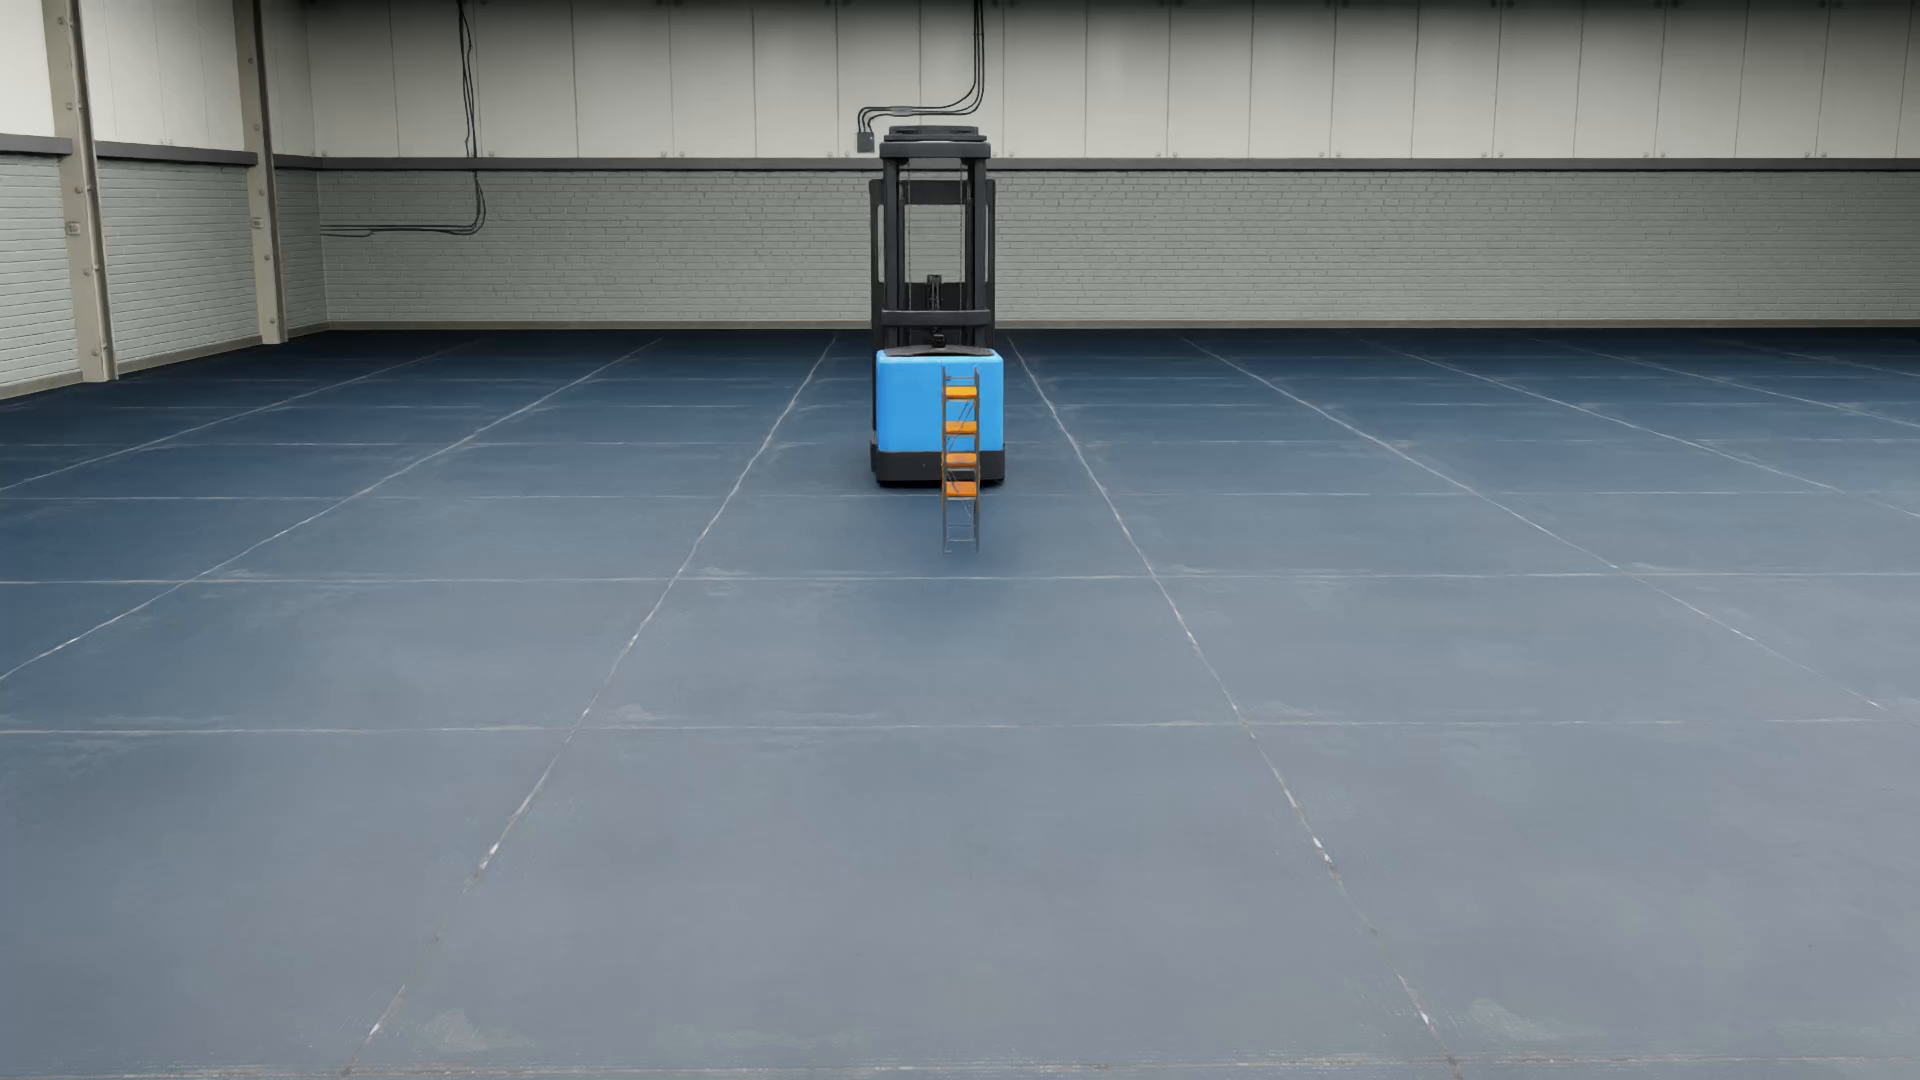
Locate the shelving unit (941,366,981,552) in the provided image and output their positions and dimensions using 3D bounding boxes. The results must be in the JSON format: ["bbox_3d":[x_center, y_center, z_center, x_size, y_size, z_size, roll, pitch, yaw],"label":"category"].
[{"bbox_3d":[0.003,-0.555,11.278,0.258,1.200,0.503,0,11,-1],"label":"shelving unit"}]

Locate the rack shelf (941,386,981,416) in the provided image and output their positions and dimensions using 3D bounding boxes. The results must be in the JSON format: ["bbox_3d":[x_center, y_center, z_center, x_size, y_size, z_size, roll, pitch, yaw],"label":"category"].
[{"bbox_3d":[0.003,-0.940,11.199,0.258,0.148,0.480,0,11,-1],"label":"rack shelf"}]

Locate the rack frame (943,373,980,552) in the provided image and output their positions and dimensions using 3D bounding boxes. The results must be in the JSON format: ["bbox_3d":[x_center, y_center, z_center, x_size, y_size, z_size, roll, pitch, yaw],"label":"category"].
[{"bbox_3d":[0.008,-0.507,11.039,0.240,1.200,0.015,0,11,-1],"label":"rack frame"}]

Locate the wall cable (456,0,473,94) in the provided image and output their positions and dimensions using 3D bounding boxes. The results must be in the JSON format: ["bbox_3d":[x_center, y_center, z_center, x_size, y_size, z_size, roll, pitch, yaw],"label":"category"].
[{"bbox_3d":[-7.498,-9.261,29.683,3.097,2.526,0.112,0,11,-1],"label":"wall cable"}]

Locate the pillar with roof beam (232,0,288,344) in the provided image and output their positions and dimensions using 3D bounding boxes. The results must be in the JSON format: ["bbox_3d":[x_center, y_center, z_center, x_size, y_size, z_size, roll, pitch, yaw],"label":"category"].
[{"bbox_3d":[-7.160,-7.723,26.996,9.100,9.000,0.400,0,11,-1],"label":"pillar with roof beam"}]

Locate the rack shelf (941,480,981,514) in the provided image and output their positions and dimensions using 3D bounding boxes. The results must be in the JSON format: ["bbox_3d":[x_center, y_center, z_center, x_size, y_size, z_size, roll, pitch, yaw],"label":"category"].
[{"bbox_3d":[0.003,-0.295,11.330,0.258,0.148,0.480,0,11,-1],"label":"rack shelf"}]

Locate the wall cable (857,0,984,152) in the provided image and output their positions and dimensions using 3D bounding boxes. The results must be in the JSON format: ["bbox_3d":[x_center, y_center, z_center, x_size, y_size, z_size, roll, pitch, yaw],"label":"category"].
[{"bbox_3d":[-0.711,-9.999,29.660,2.305,6.003,0.169,0,11,-1],"label":"wall cable"}]

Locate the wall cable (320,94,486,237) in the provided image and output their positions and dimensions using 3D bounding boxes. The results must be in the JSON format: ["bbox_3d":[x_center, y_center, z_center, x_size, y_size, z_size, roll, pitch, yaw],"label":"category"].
[{"bbox_3d":[-10.203,-6.775,30.131,3.097,2.526,0.112,0,11,-1],"label":"wall cable"}]

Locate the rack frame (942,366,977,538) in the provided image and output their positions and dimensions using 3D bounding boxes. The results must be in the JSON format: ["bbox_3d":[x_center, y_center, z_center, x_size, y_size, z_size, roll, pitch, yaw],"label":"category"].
[{"bbox_3d":[-0.002,-0.604,11.517,0.240,1.200,0.015,0,11,-1],"label":"rack frame"}]

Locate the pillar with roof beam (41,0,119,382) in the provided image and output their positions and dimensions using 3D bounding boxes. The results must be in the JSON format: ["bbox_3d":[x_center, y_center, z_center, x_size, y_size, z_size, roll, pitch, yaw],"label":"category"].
[{"bbox_3d":[-7.036,-6.531,21.117,9.100,9.000,0.400,0,11,-1],"label":"pillar with roof beam"}]

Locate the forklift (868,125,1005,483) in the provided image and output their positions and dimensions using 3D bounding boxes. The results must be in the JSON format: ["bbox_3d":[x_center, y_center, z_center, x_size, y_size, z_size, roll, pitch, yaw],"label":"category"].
[{"bbox_3d":[-0.254,-2.157,14.817,1.130,2.935,3.031,-1,11,-4],"label":"forklift"}]

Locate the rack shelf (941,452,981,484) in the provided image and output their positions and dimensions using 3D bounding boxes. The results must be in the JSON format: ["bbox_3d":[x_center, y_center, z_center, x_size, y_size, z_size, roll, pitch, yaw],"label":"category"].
[{"bbox_3d":[0.003,-0.489,11.291,0.258,0.148,0.480,0,11,-1],"label":"rack shelf"}]

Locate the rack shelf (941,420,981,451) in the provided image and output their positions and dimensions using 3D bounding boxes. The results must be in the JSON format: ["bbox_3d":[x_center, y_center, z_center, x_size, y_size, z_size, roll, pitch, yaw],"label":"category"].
[{"bbox_3d":[0.003,-0.708,11.247,0.258,0.148,0.480,0,11,-1],"label":"rack shelf"}]
